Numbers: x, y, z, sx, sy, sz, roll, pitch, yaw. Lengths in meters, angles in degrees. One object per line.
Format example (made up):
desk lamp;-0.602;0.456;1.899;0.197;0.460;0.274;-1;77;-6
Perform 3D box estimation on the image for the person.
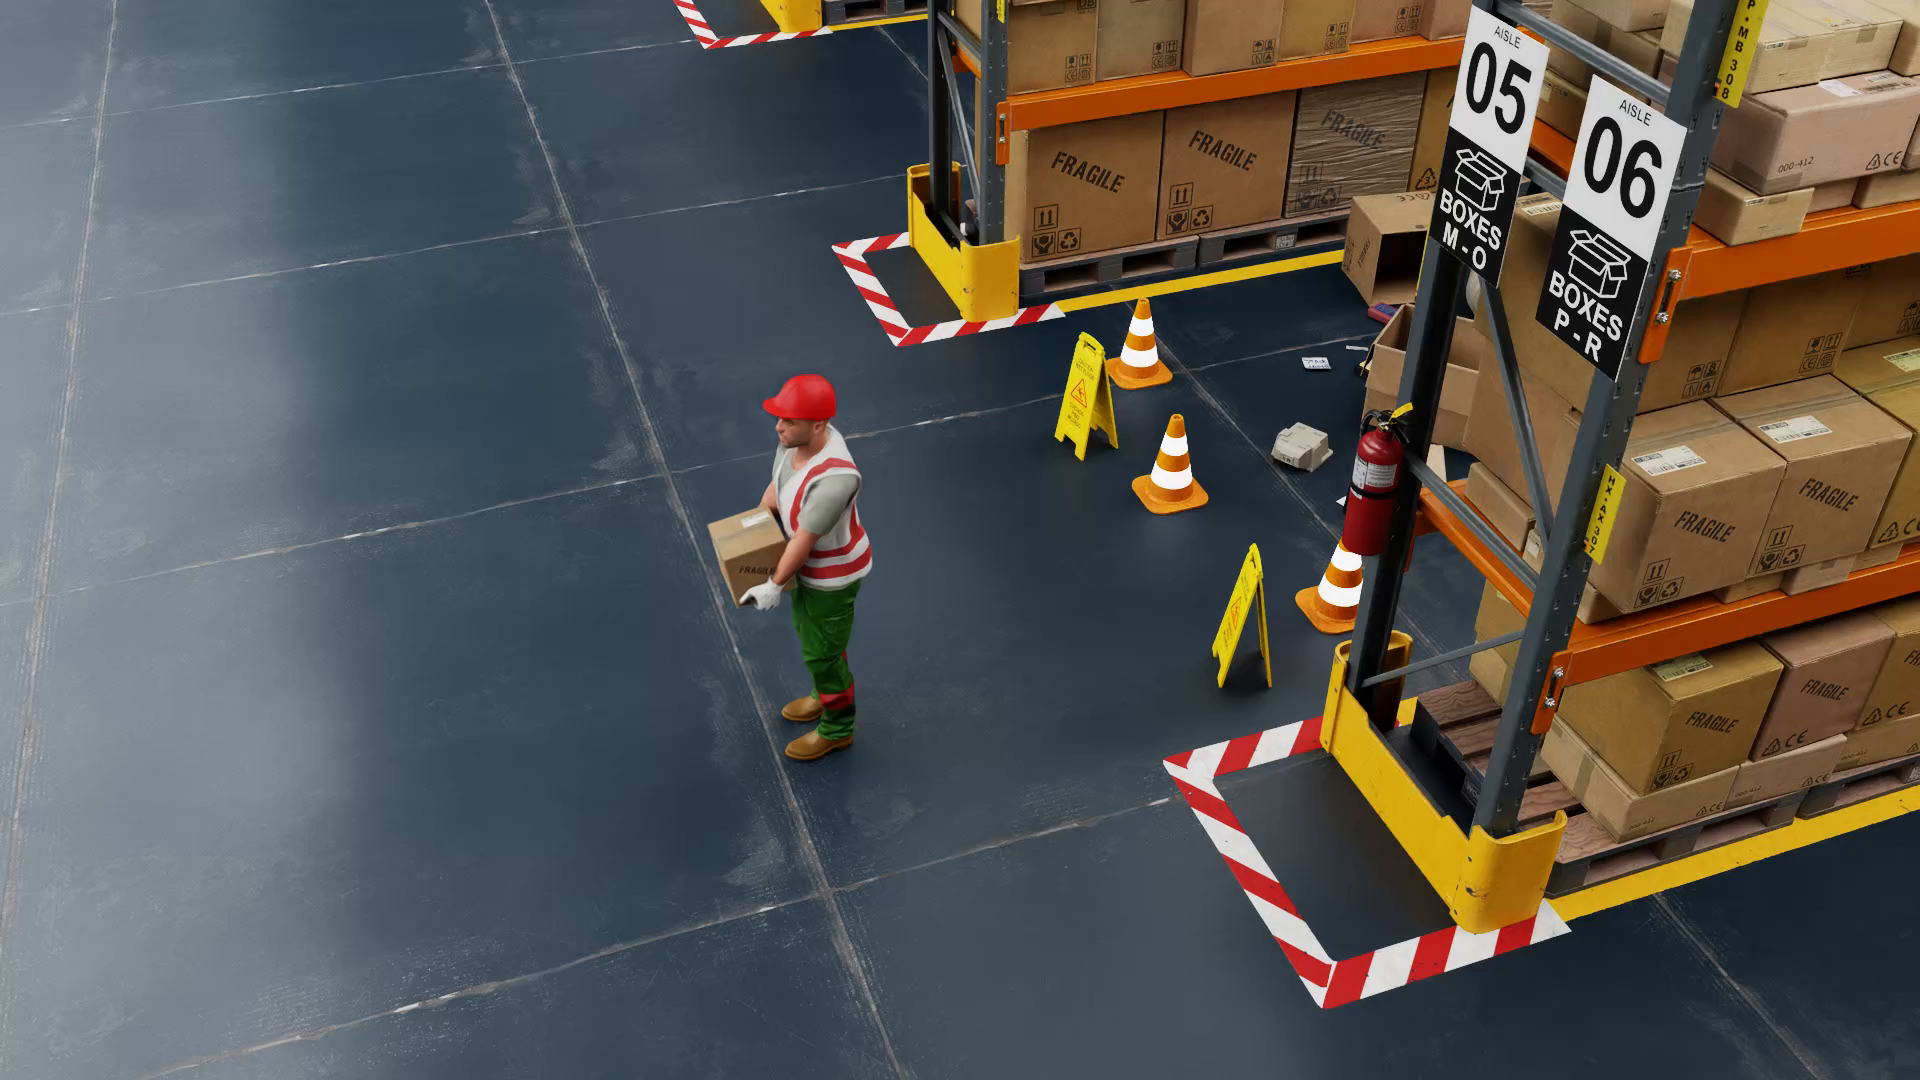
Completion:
person;-0.634;0.128;6.599;0.559;1.784;0.495;-13;39;-17
